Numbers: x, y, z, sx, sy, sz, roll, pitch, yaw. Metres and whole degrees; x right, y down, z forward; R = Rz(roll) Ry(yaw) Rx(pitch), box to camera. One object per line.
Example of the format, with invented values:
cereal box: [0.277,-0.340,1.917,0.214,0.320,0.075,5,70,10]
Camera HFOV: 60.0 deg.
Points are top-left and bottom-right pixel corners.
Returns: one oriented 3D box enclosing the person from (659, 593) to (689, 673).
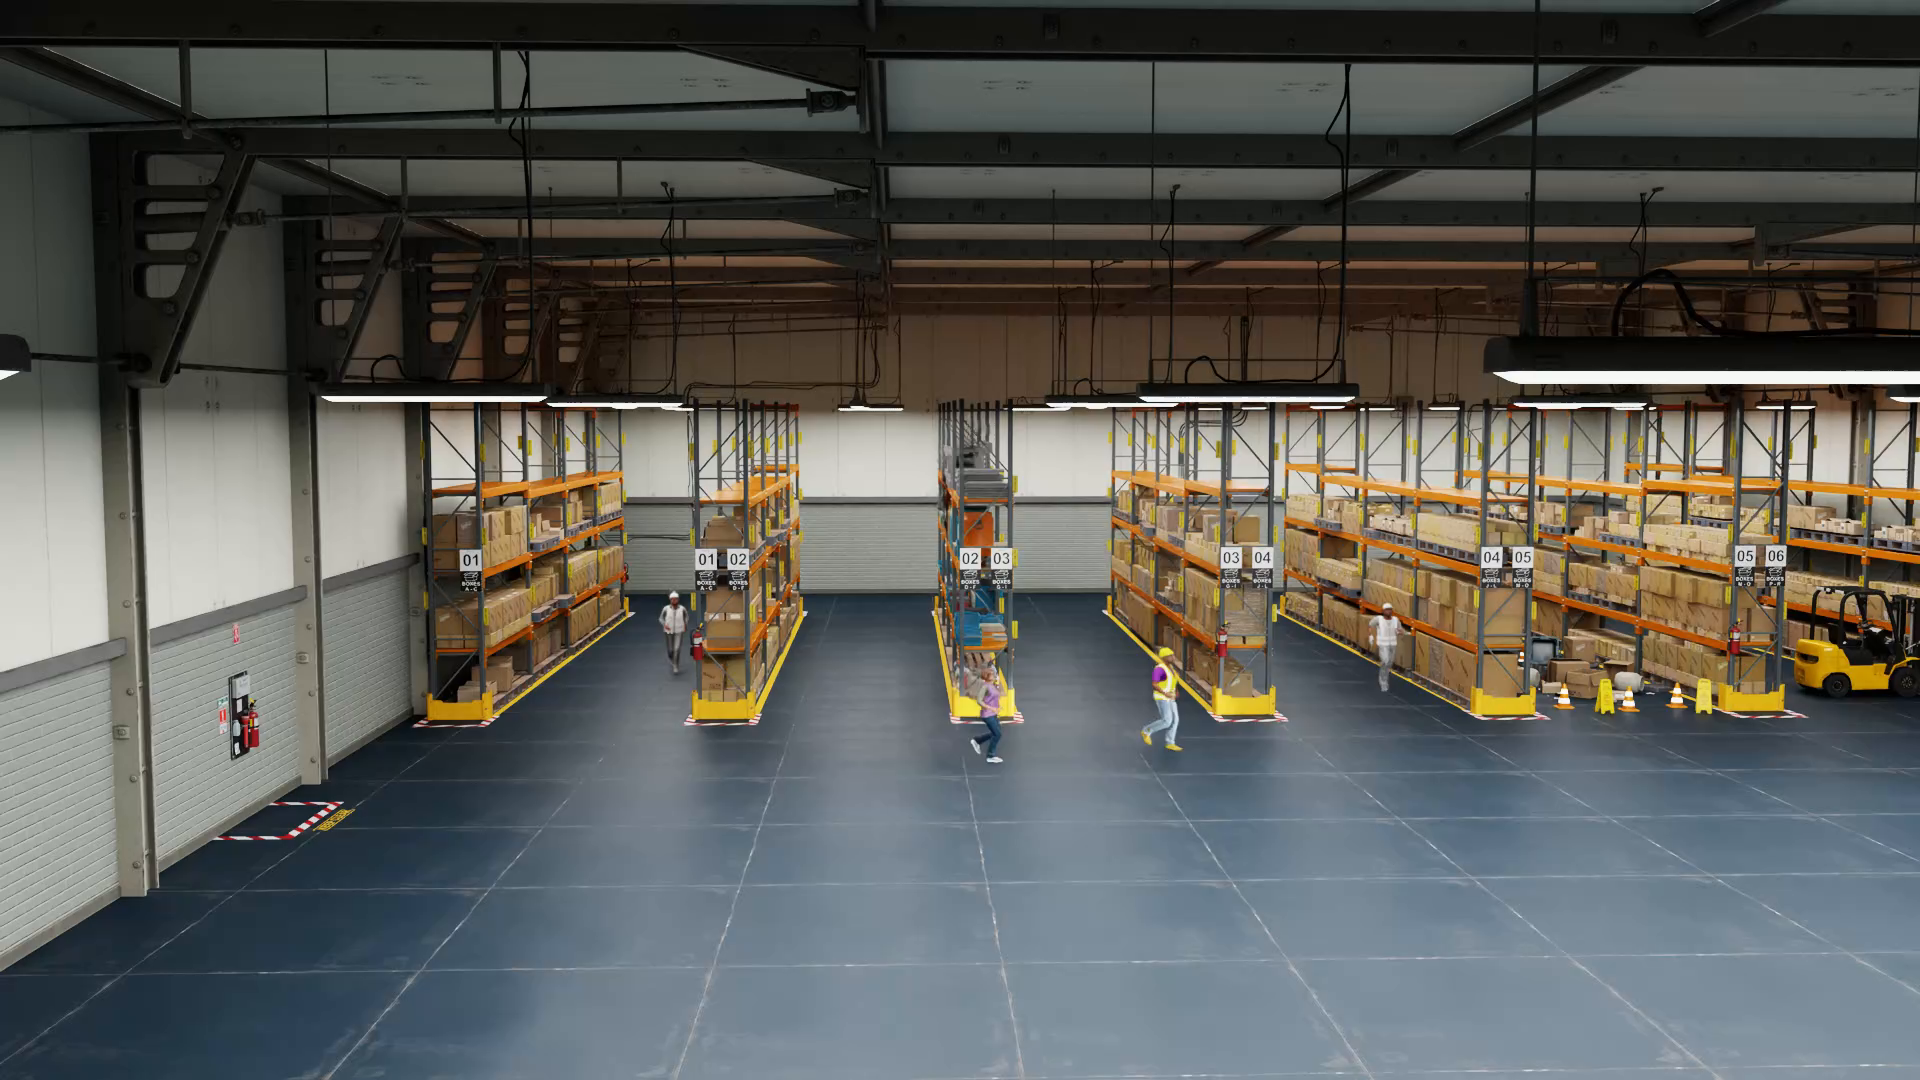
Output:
person: [-6.359,2.045,37.012,0.665,1.763,0.821,-1,4,-9]

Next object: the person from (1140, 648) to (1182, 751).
person: [3.464,2.704,28.375,0.720,1.754,0.726,2,5,29]

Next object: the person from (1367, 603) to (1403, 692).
person: [8.833,2.218,34.436,0.657,1.841,0.770,-1,4,-11]

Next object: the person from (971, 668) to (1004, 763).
person: [0.428,2.876,27.313,0.568,1.545,0.536,2,5,20]
